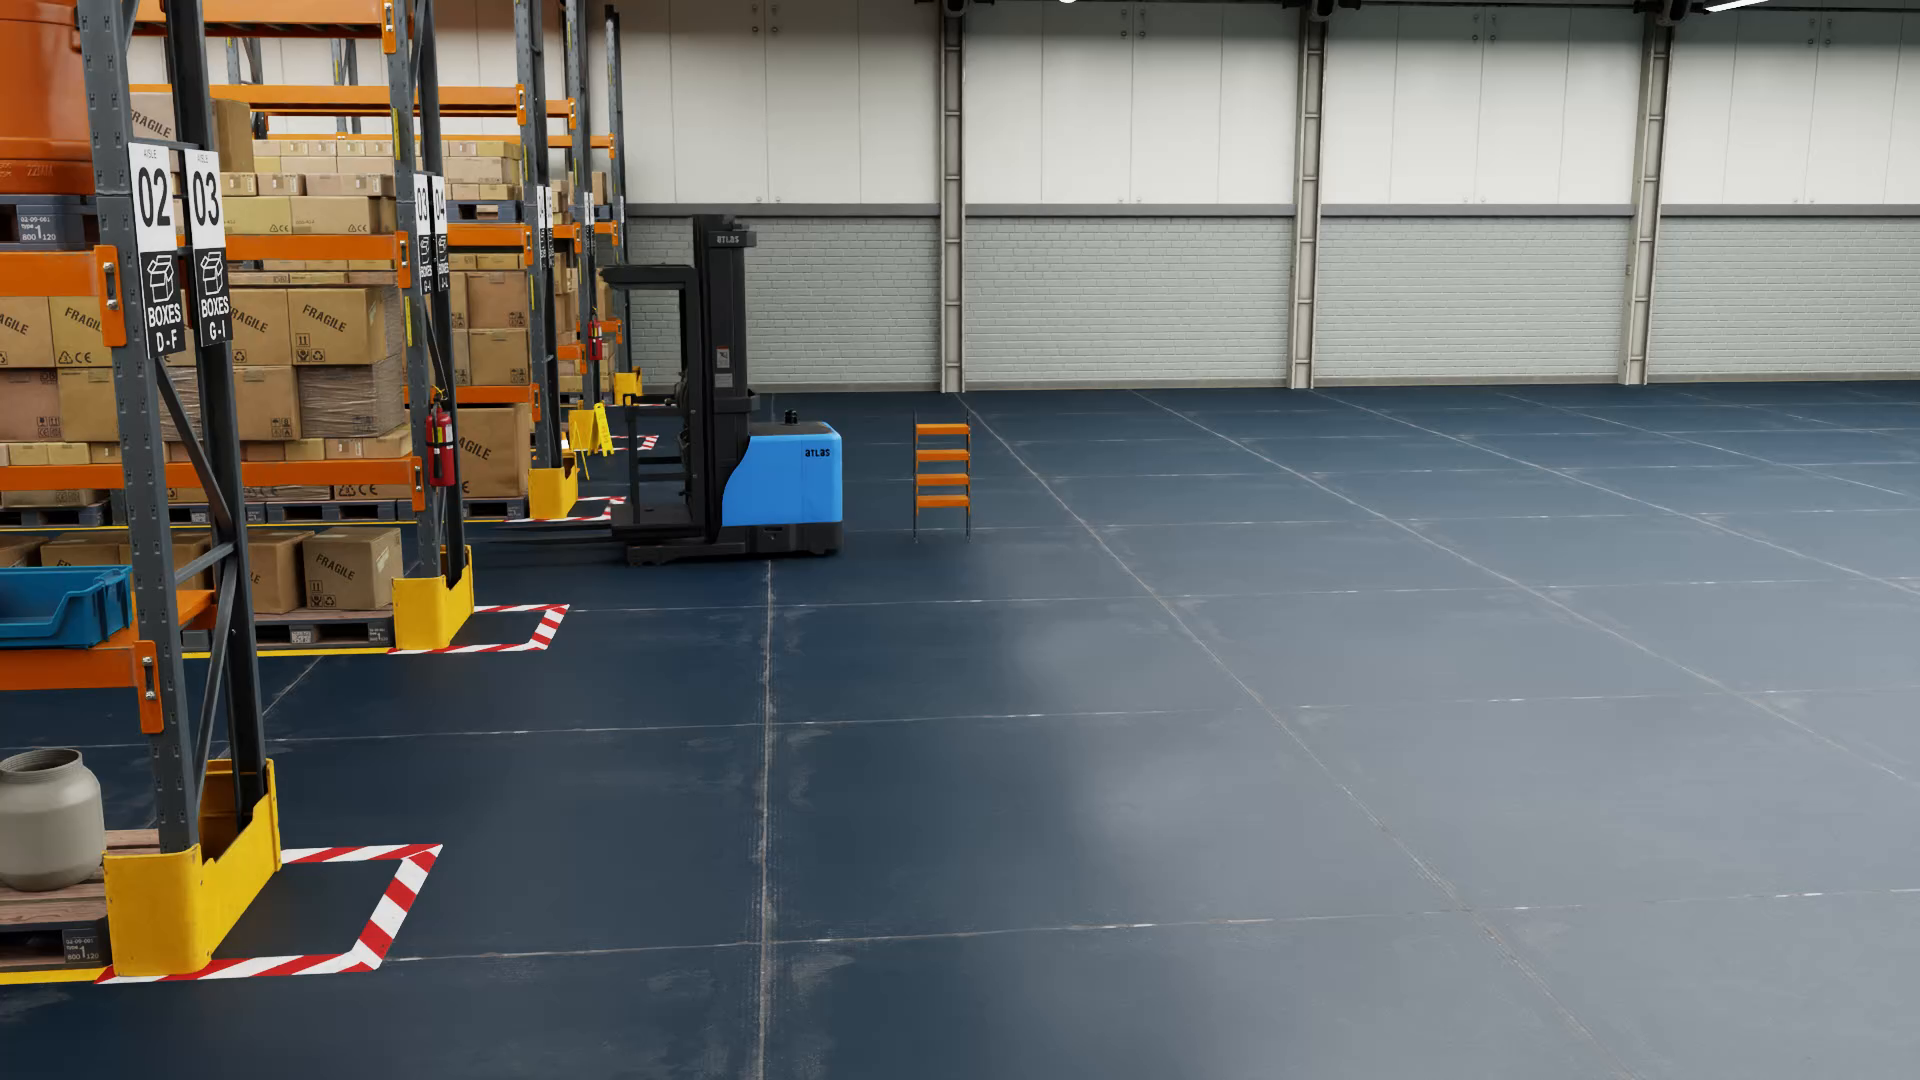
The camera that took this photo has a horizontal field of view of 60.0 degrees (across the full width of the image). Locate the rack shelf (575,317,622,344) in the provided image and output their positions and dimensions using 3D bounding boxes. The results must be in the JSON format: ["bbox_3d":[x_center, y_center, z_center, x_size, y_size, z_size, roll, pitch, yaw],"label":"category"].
[{"bbox_3d":[-7.292,-3.289,26.067,4.000,0.370,1.077,-1,11,-6],"label":"rack shelf"}]

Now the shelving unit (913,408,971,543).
[{"bbox_3d":[-0.165,-0.585,15.117,0.503,1.200,0.258,-1,11,-6],"label":"shelving unit"}]

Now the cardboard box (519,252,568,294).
[{"bbox_3d":[-5.248,-3.365,20.966,0.500,0.500,0.700,-1,11,-7],"label":"cardboard box"}]

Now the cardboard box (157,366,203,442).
[{"bbox_3d":[-5.229,-0.984,11.450,0.500,0.500,0.875,-1,11,-6],"label":"cardboard box"}]

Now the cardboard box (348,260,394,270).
[{"bbox_3d":[-7.267,-3.313,20.704,0.500,0.500,0.700,-1,11,-7],"label":"cardboard box"}]

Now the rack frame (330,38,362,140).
[{"bbox_3d":[-9.280,-6.544,25.207,0.127,3.000,1.000,-1,11,-6],"label":"rack frame"}]

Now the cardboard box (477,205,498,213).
[{"bbox_3d":[-5.745,-4.206,20.708,0.500,0.250,0.500,-1,11,-7],"label":"cardboard box"}]

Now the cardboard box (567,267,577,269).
[{"bbox_3d":[-6.185,-4.223,26.245,0.250,0.149,0.380,-1,11,-5],"label":"cardboard box"}]

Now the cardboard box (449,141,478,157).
[{"bbox_3d":[-4.675,-3.702,15.766,0.250,0.149,0.380,-1,11,-6],"label":"cardboard box"}]

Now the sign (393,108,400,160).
[{"bbox_3d":[-3.653,-2.630,10.783,0.005,0.325,0.100,-1,11,-6],"label":"sign"}]

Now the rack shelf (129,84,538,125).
[{"bbox_3d":[-6.117,-4.137,15.867,4.000,0.370,1.077,-1,11,-6],"label":"rack shelf"}]

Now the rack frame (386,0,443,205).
[{"bbox_3d":[-3.693,-3.775,11.122,0.127,3.000,1.000,-1,11,-6],"label":"rack frame"}]

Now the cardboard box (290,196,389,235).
[{"bbox_3d":[-4.145,-2.170,11.127,0.500,0.250,0.500,-1,11,-5],"label":"cardboard box"}]

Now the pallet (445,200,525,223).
[{"bbox_3d":[-4.865,-3.195,16.181,1.213,0.211,1.003,-1,11,-6],"label":"pallet"}]

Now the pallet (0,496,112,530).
[{"bbox_3d":[-8.864,-0.302,16.240,1.213,0.211,1.003,-1,11,-6],"label":"pallet"}]

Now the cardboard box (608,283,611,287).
[{"bbox_3d":[-5.668,-4.093,26.355,0.250,0.149,0.380,-1,11,-8],"label":"cardboard box"}]

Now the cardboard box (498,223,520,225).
[{"bbox_3d":[-5.600,-4.008,20.739,0.250,0.149,0.380,-1,11,-4],"label":"cardboard box"}]

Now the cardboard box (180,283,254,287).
[{"bbox_3d":[-5.264,-1.538,11.673,0.500,0.500,0.500,-1,11,-6],"label":"cardboard box"}]

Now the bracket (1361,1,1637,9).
[{"bbox_3d":[8.866,-8.796,27.333,4.783,0.066,0.076,-1,11,-6],"label":"bracket"}]

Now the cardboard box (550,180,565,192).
[{"bbox_3d":[-5.068,-4.408,20.702,0.250,0.149,0.380,-1,11,-6],"label":"cardboard box"}]

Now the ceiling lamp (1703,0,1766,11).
[{"bbox_3d":[11.347,-9.093,23.044,0.800,3.185,2.000,-1,11,-6],"label":"ceiling lamp"}]

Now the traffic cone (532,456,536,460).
[{"bbox_3d":[-5.052,-1.230,20.309,0.334,0.463,0.336,-1,11,-6],"label":"traffic cone"}]

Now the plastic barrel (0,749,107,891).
[{"bbox_3d":[-3.804,1.162,6.925,0.421,0.512,0.421,0,11,0],"label":"plastic barrel"}]

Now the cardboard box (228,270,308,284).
[{"bbox_3d":[-6.649,-2.324,16.108,0.550,0.550,0.875,-1,11,-6],"label":"cardboard box"}]

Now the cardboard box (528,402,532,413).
[{"bbox_3d":[-5.532,-1.890,21.181,0.500,0.500,0.500,-1,11,-6],"label":"cardboard box"}]

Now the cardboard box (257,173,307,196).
[{"bbox_3d":[-4.467,-2.350,11.005,0.250,0.149,0.380,-2,11,-9],"label":"cardboard box"}]

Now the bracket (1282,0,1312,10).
[{"bbox_3d":[5.463,-8.725,26.970,0.430,0.232,0.235,-1,11,-6],"label":"bracket"}]

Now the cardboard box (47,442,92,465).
[{"bbox_3d":[-5.934,-0.605,11.203,0.250,0.149,0.380,-1,11,-6],"label":"cardboard box"}]

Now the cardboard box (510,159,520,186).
[{"bbox_3d":[-4.636,-3.623,16.396,0.500,0.250,0.500,-1,11,-6],"label":"cardboard box"}]

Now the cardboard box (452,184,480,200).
[{"bbox_3d":[-4.673,-3.311,15.843,0.250,0.149,0.380,-1,11,-6],"label":"cardboard box"}]

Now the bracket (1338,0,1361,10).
[{"bbox_3d":[6.288,-8.742,27.058,0.430,0.232,0.235,-1,11,-6],"label":"bracket"}]

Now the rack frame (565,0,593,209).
[{"bbox_3d":[-4.763,-5.675,20.789,0.127,3.000,1.000,-1,11,-6],"label":"rack frame"}]

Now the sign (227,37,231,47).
[{"bbox_3d":[-8.674,-6.022,19.719,0.005,0.325,0.100,-1,11,-6],"label":"sign"}]

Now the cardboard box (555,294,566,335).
[{"bbox_3d":[-5.273,-2.862,21.003,0.500,0.500,0.500,-1,11,-7],"label":"cardboard box"}]

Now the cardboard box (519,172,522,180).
[{"bbox_3d":[-6.746,-5.401,25.565,0.500,0.500,0.700,-1,11,-6],"label":"cardboard box"}]

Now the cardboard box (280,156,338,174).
[{"bbox_3d":[-6.083,-3.489,15.714,0.500,0.250,0.500,-1,11,-6],"label":"cardboard box"}]

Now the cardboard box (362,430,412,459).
[{"bbox_3d":[-3.954,-0.662,11.494,0.250,0.149,0.380,-1,11,-6],"label":"cardboard box"}]

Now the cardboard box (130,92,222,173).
[{"bbox_3d":[-5.207,-2.662,10.914,0.500,0.500,0.500,-1,11,-6],"label":"cardboard box"}]

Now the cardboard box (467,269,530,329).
[{"bbox_3d":[-4.502,-2.387,16.430,0.550,0.550,0.875,-1,11,-6],"label":"cardboard box"}]

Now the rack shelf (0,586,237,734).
[{"bbox_3d":[-5.147,0.513,6.727,4.000,0.370,1.077,-1,11,-6],"label":"rack shelf"}]

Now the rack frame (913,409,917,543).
[{"bbox_3d":[-0.407,-0.580,15.091,0.015,1.200,0.240,-1,11,-6],"label":"rack frame"}]

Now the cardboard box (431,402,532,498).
[{"bbox_3d":[-4.795,-0.921,16.578,0.875,0.875,0.875,-1,11,-6],"label":"cardboard box"}]

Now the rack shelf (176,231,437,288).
[{"bbox_3d":[-5.682,-1.908,11.269,4.000,0.370,1.077,-1,11,-6],"label":"rack shelf"}]

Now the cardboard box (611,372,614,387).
[{"bbox_3d":[-5.813,-2.567,26.573,0.500,0.250,0.500,-1,11,-6],"label":"cardboard box"}]

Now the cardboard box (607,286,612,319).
[{"bbox_3d":[-5.826,-3.775,26.418,0.500,0.500,0.500,-1,11,-4],"label":"cardboard box"}]

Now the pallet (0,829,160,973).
[{"bbox_3d":[-4.037,1.514,7.004,1.213,0.211,1.003,-1,11,-6],"label":"pallet"}]

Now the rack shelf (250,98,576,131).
[{"bbox_3d":[-6.752,-5.279,20.647,4.000,0.370,1.077,-1,11,-6],"label":"rack shelf"}]

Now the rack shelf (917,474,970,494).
[{"bbox_3d":[-0.165,-0.519,15.130,0.480,0.148,0.258,-1,11,-6],"label":"rack shelf"}]

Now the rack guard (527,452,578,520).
[{"bbox_3d":[-4.105,-0.558,16.794,0.348,0.500,1.175,-1,11,-6],"label":"rack guard"}]

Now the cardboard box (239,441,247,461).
[{"bbox_3d":[-4.949,-0.643,11.394,0.250,0.149,0.380,-1,11,-6],"label":"cardboard box"}]

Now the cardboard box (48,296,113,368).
[{"bbox_3d":[-5.705,-1.427,11.113,0.500,0.500,0.500,-1,11,-6],"label":"cardboard box"}]

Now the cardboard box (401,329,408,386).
[{"bbox_3d":[-5.607,-1.838,16.436,0.550,0.550,0.875,-1,11,-6],"label":"cardboard box"}]

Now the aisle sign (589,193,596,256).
[{"bbox_3d":[-4.735,-4.068,21.426,0.004,0.787,0.394,-1,11,-6],"label":"aisle sign"}]

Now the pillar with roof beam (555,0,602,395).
[{"bbox_3d":[-5.628,-5.960,22.237,0.548,9.000,9.100,-1,11,-6],"label":"pillar with roof beam"}]

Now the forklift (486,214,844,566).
[{"bbox_3d":[-2.586,-1.329,14.414,3.031,2.935,1.130,-2,11,-12],"label":"forklift"}]

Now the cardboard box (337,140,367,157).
[{"bbox_3d":[-5.691,-3.681,15.657,0.250,0.149,0.380,-1,11,-7],"label":"cardboard box"}]

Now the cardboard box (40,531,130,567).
[{"bbox_3d":[-6.091,0.231,11.692,0.500,0.500,0.500,-2,11,-11],"label":"cardboard box"}]

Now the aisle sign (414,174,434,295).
[{"bbox_3d":[-3.599,-2.050,11.164,0.004,0.787,0.394,-1,11,-6],"label":"aisle sign"}]
